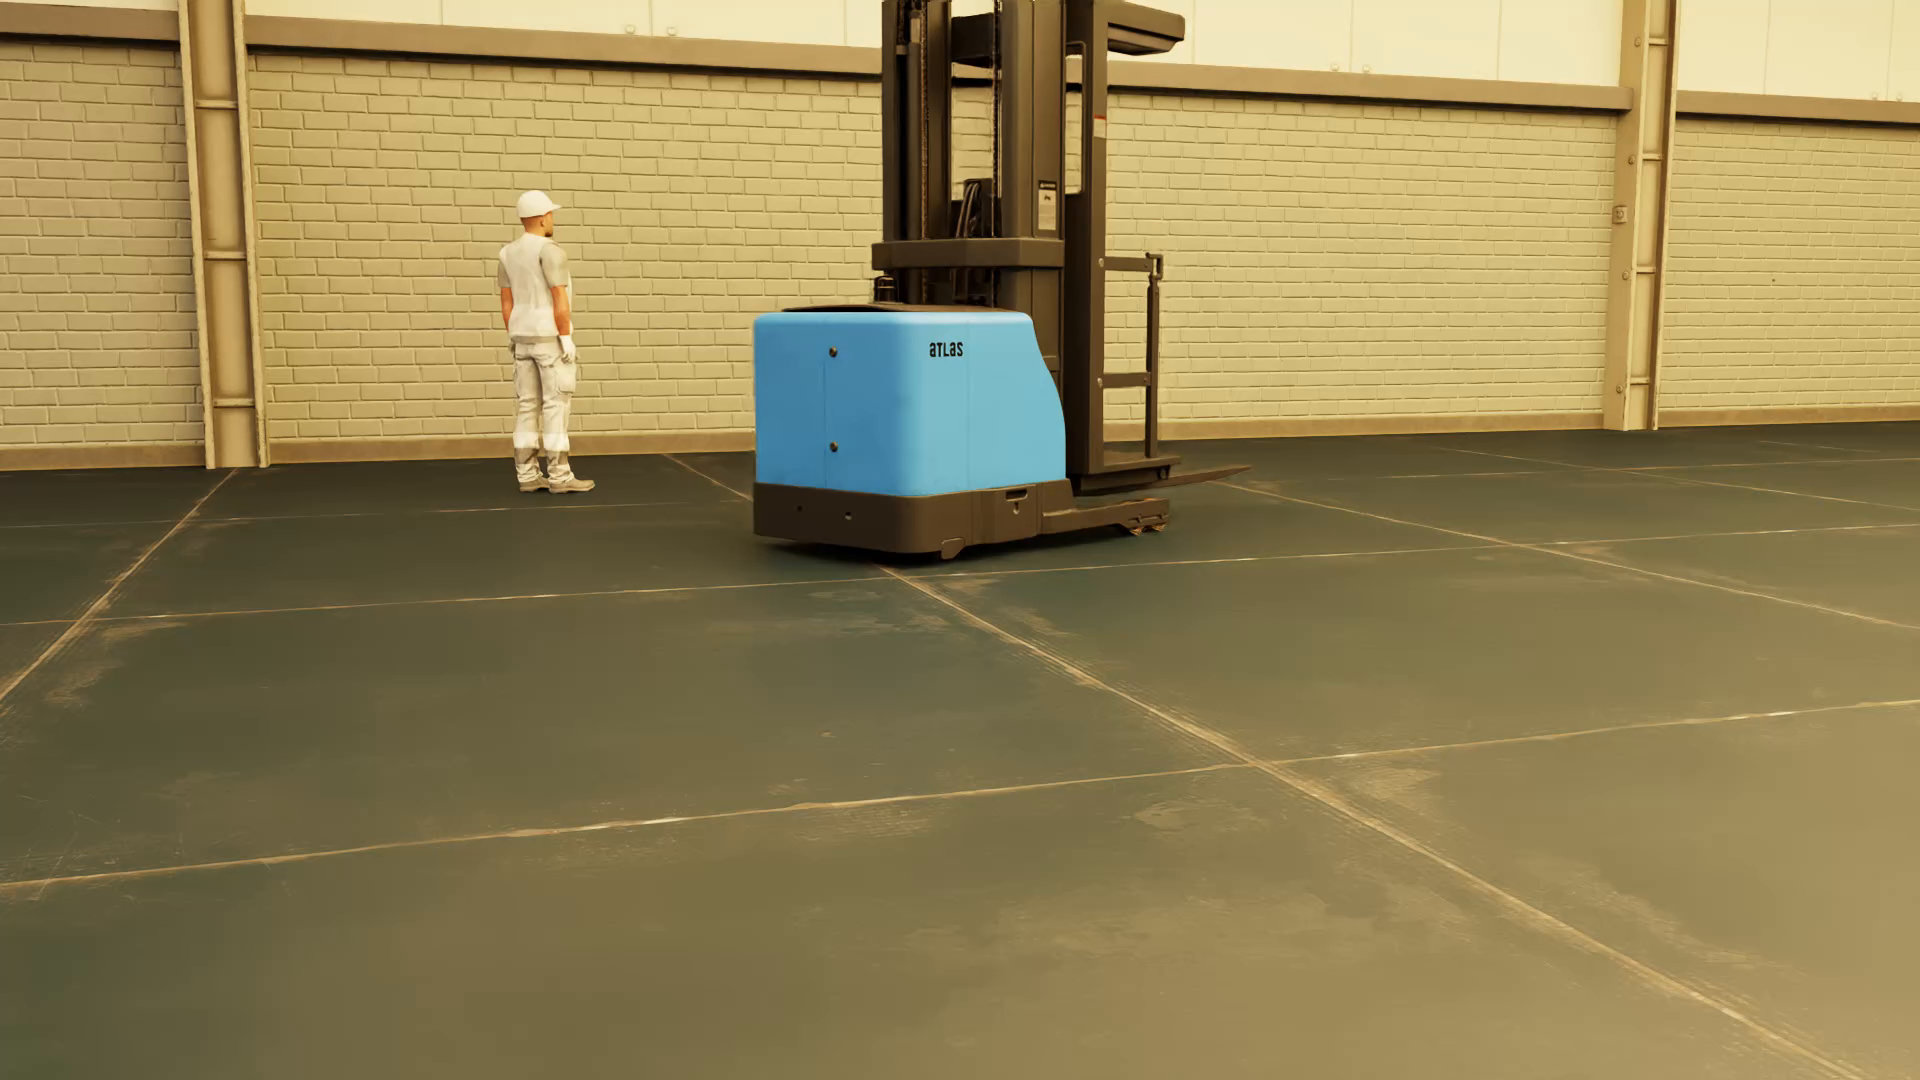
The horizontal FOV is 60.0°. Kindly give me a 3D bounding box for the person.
[{"bbox_3d":[-2.500,-1.185,9.996,0.530,1.796,0.359,5,9,31],"label":"person"}]

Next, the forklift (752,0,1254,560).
[{"bbox_3d":[0.399,-1.518,8.212,1.130,2.935,3.031,7,10,41],"label":"forklift"}]
